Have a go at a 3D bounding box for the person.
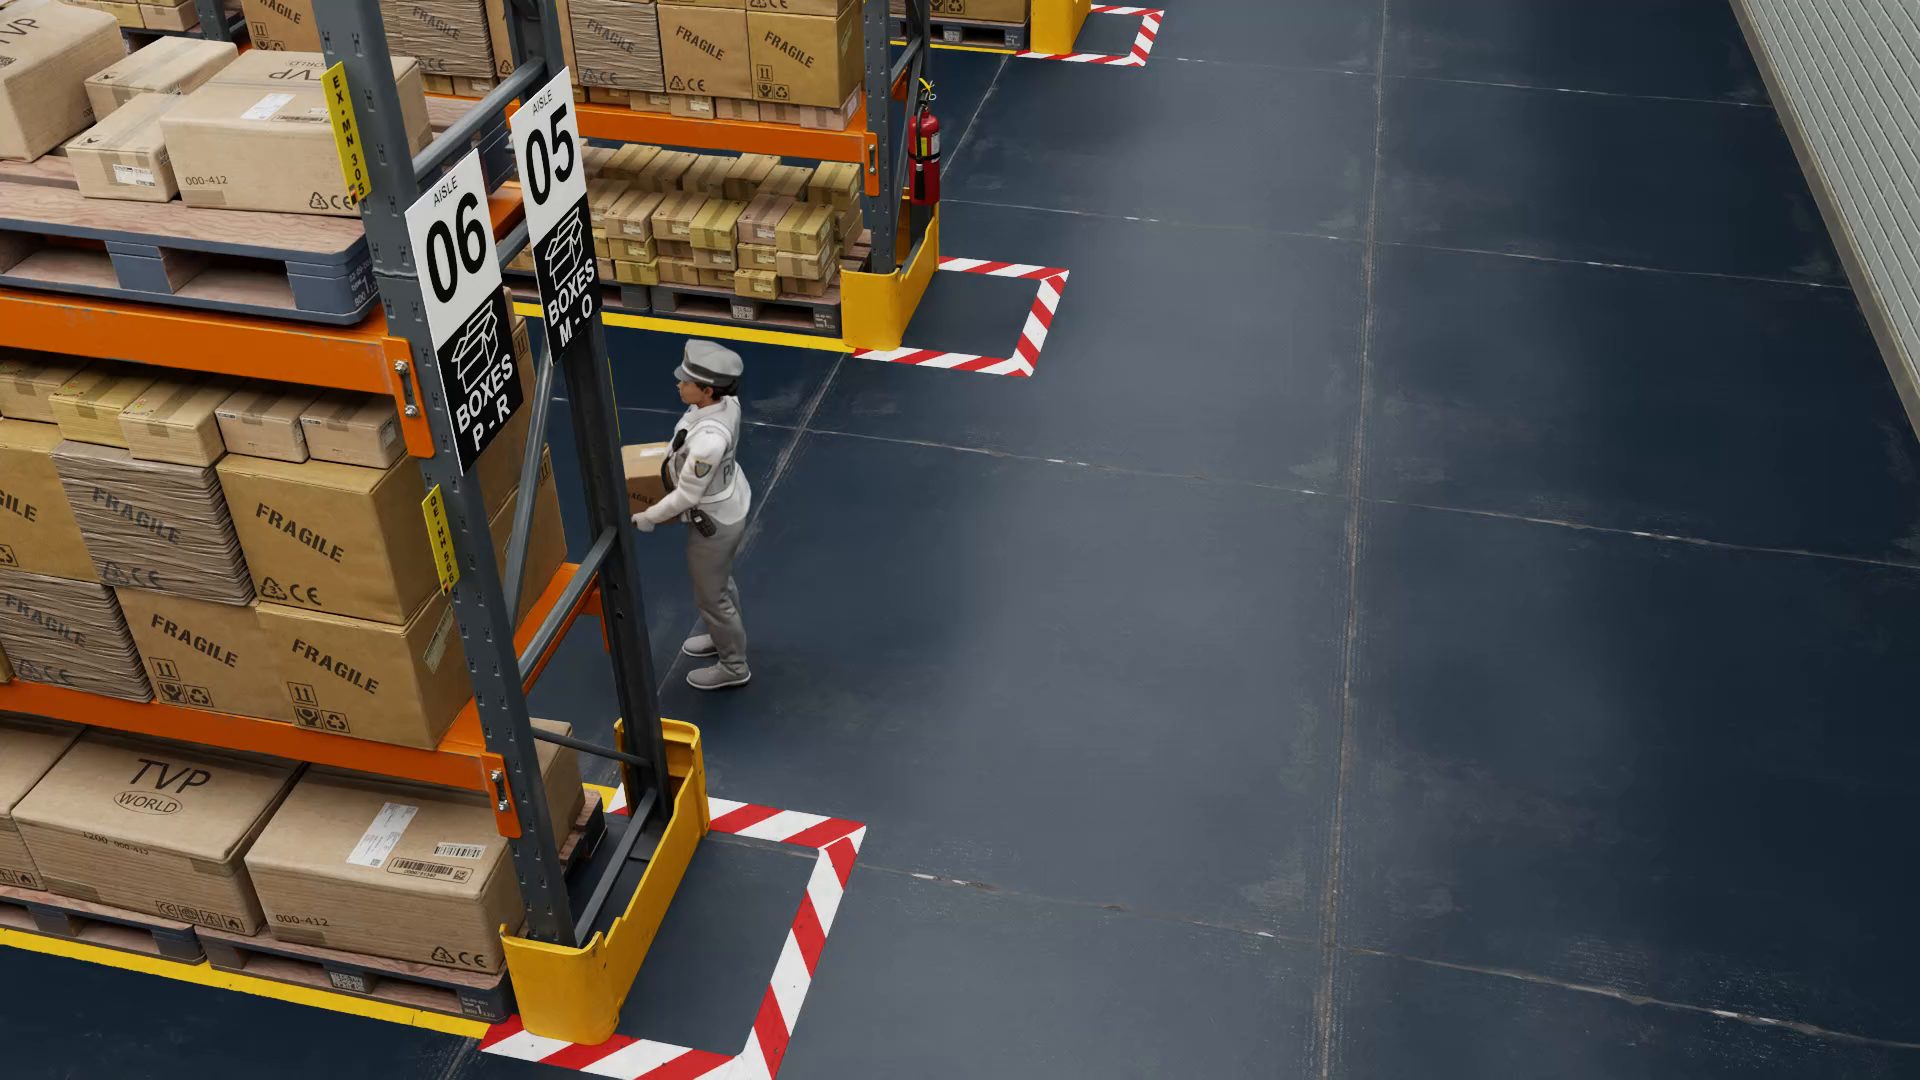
[{"bbox_3d":[-1.130,-0.105,7.085,0.532,1.689,0.459,0,37,0],"label":"person"}]
